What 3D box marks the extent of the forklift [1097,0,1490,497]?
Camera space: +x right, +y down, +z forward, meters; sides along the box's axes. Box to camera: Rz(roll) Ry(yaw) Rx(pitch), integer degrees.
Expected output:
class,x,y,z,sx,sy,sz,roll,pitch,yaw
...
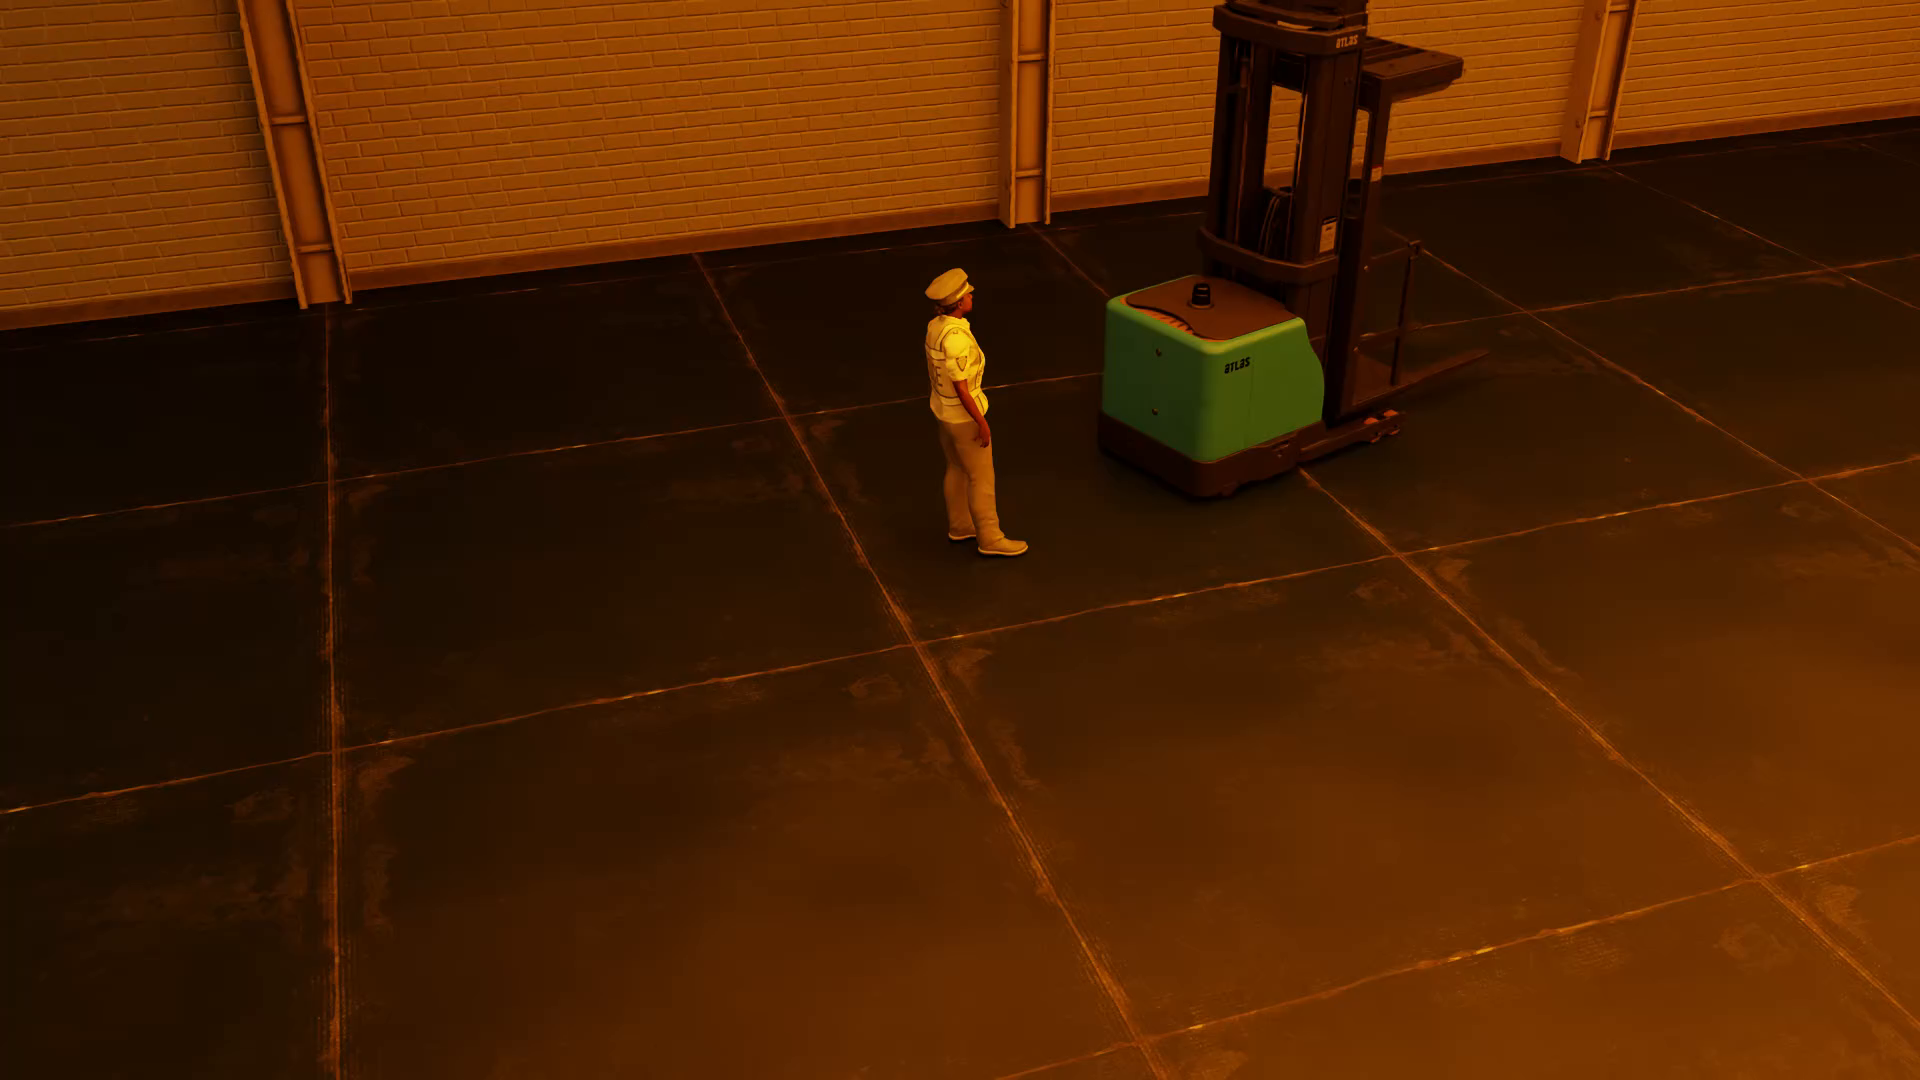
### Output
class,x,y,z,sx,sy,sz,roll,pitch,yaw
forklift,2.393,-2.114,10.761,3.031,2.935,1.130,-20,36,-31

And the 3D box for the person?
class,x,y,z,sx,sy,sz,roll,pitch,yaw
person,0.077,-0.742,9.605,0.530,1.692,0.569,-10,31,-16
